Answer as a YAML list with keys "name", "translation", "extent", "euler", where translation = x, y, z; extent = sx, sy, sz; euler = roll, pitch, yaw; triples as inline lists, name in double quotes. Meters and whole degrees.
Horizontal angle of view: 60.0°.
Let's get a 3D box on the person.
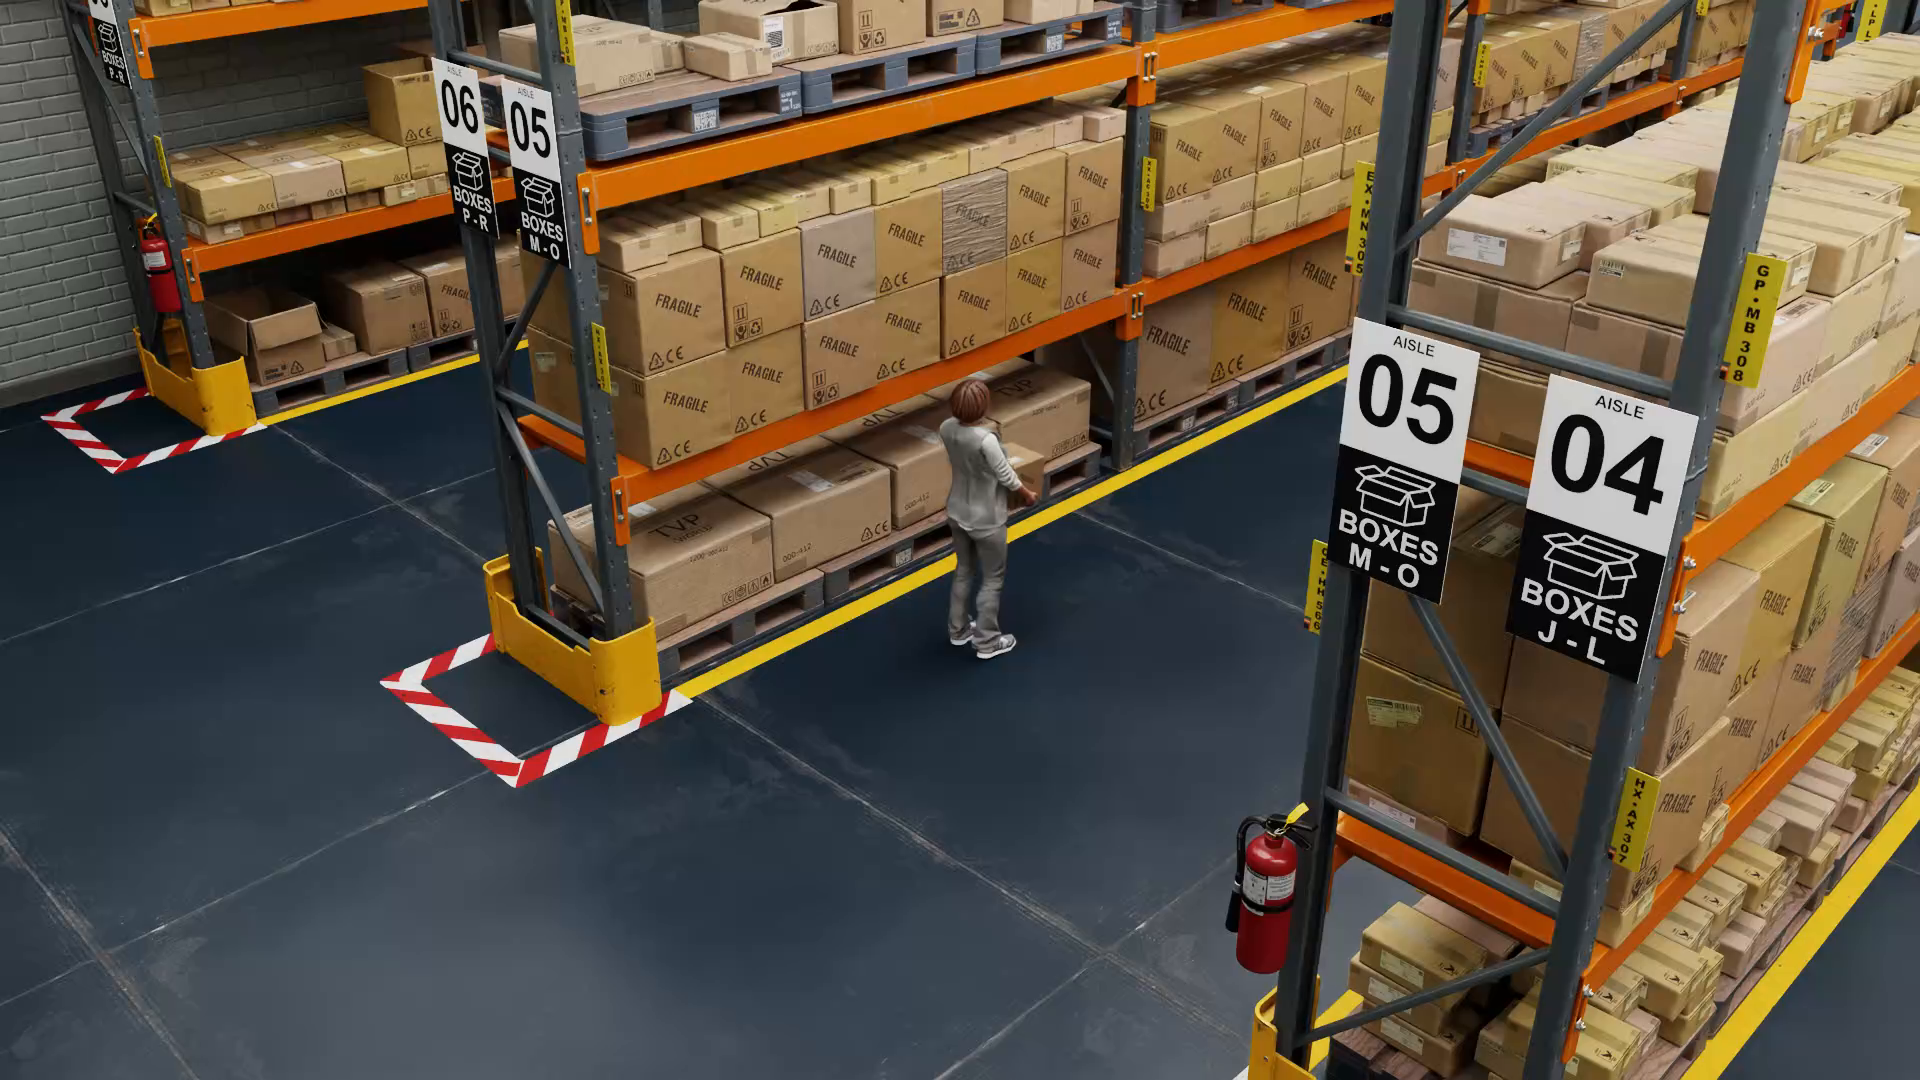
- name: "person"
  translation: [0.153, -0.141, 8.909]
  extent: [0.486, 1.580, 0.412]
  euler: [-24, 36, -37]
